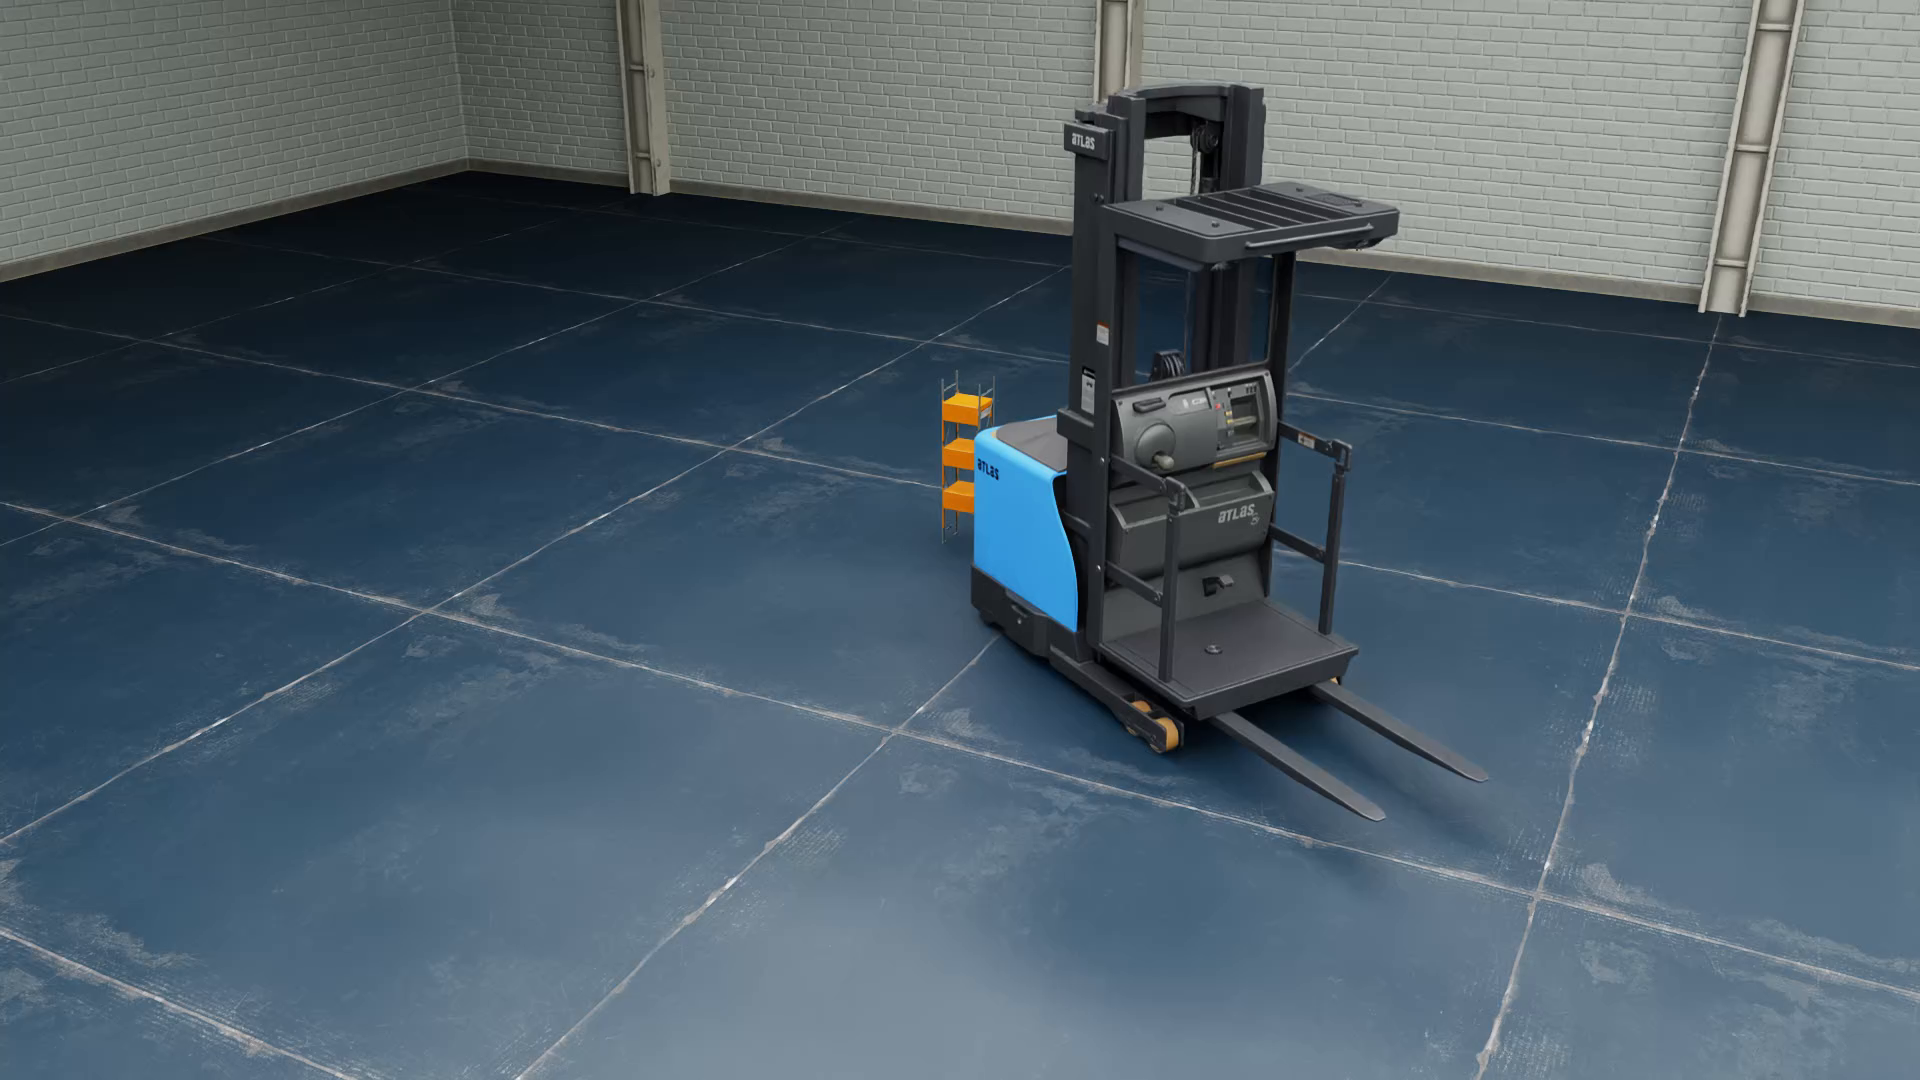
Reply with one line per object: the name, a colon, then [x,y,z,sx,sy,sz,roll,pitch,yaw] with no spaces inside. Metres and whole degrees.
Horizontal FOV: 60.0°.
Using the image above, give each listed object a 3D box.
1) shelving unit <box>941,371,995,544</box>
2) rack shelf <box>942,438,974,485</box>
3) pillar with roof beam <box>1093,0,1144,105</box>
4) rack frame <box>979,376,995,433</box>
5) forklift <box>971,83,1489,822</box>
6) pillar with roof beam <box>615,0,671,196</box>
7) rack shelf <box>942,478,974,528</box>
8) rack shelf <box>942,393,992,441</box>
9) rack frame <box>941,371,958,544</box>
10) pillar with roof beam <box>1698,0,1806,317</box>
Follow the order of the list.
shelving unit: [0.048,-0.474,10.022,0.252,1.050,0.215,11,25,25]
rack shelf: [0.048,-0.464,10.026,0.240,0.259,0.215,11,25,25]
pillar with roof beam: [-0.336,-5.793,12.373,0.400,9.000,9.100,11,25,25]
rack frame: [0.157,-0.452,9.972,0.008,1.050,0.200,11,25,25]
forklift: [1.246,-0.547,7.792,1.130,2.935,3.031,-13,26,-28]
pillar with roof beam: [-5.691,-6.852,14.865,0.400,9.000,9.100,11,25,25]
rack shelf: [0.048,-0.208,10.135,0.240,0.259,0.215,11,25,25]
rack shelf: [0.048,-0.725,9.915,0.240,0.259,0.215,11,25,25]
rack frame: [-0.061,-0.495,10.073,0.008,1.050,0.200,11,25,25]
pillar with roof beam: [5.018,-4.734,9.882,0.400,9.000,9.100,11,25,25]
